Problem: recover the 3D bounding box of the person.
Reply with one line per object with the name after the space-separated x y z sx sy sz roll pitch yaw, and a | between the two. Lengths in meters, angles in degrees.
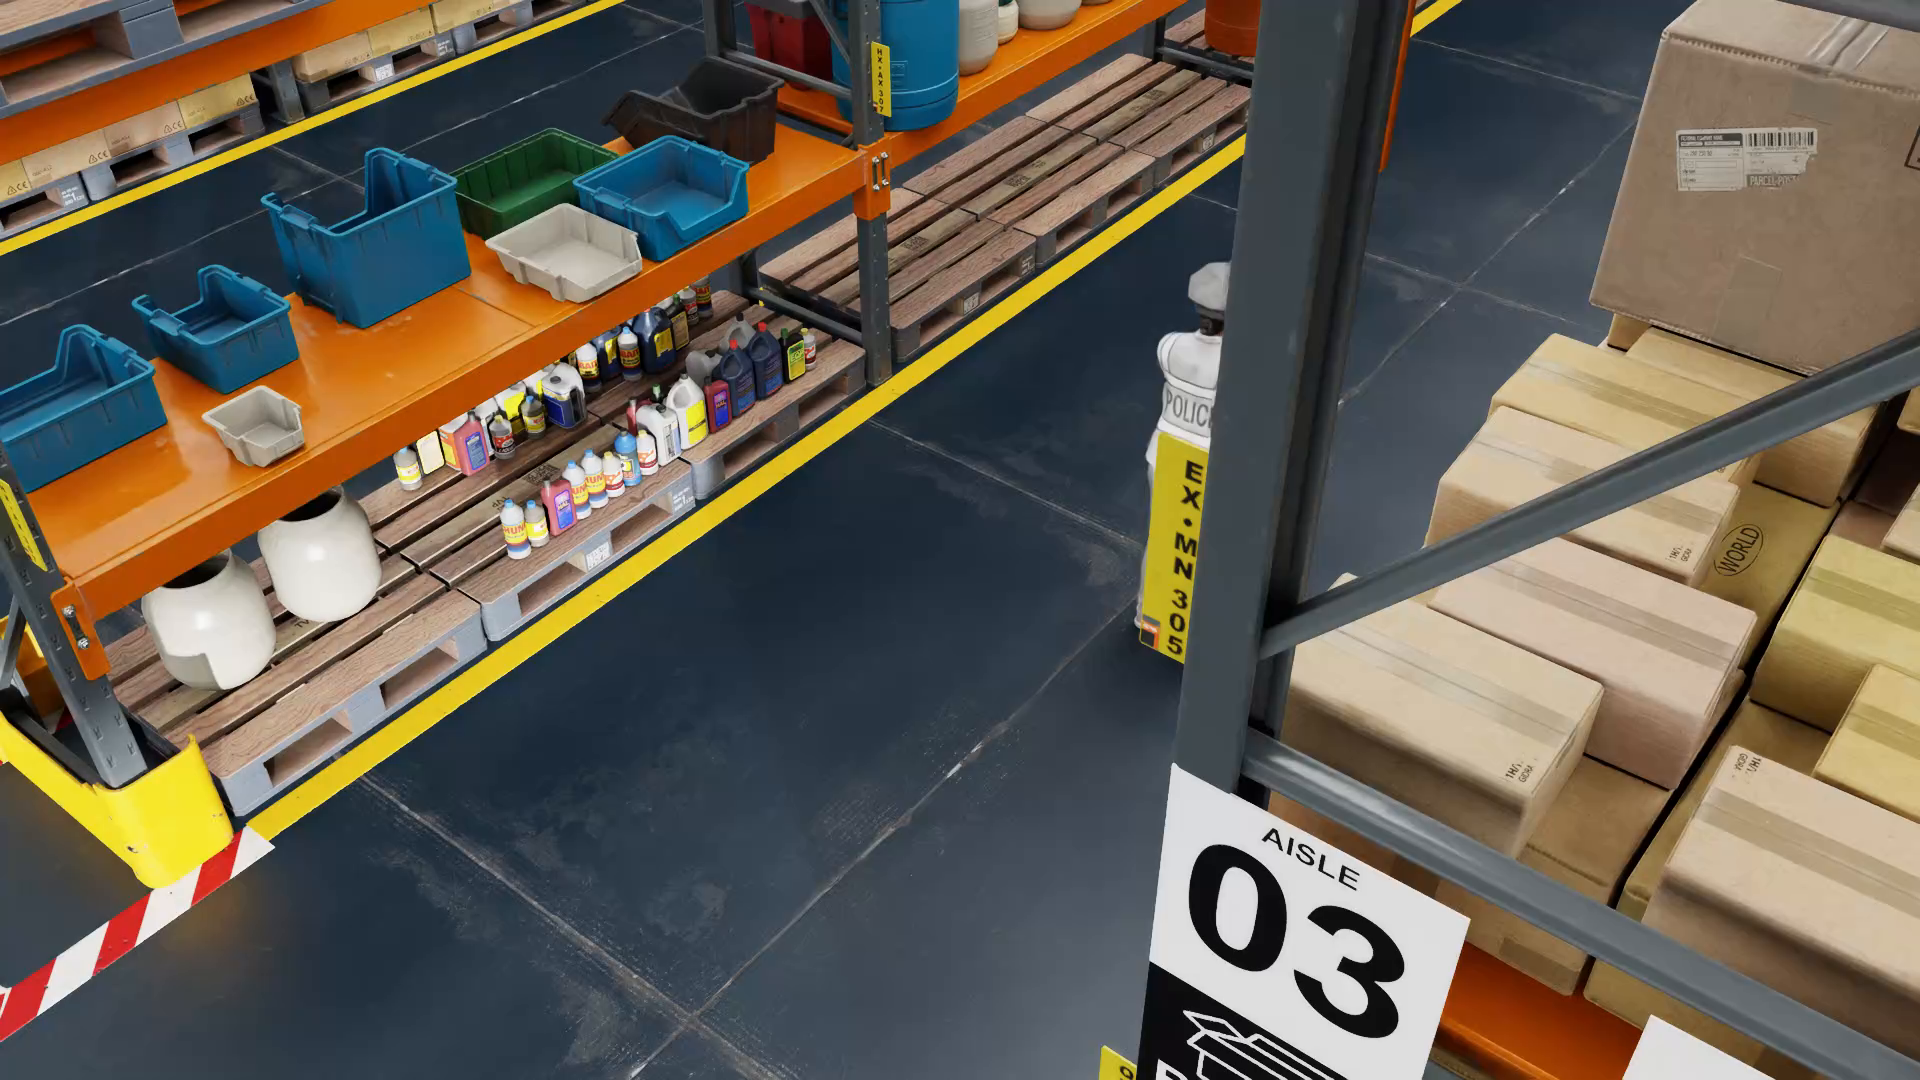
0.963 -0.321 6.556 0.416 1.664 0.542 25 45 27 | person
